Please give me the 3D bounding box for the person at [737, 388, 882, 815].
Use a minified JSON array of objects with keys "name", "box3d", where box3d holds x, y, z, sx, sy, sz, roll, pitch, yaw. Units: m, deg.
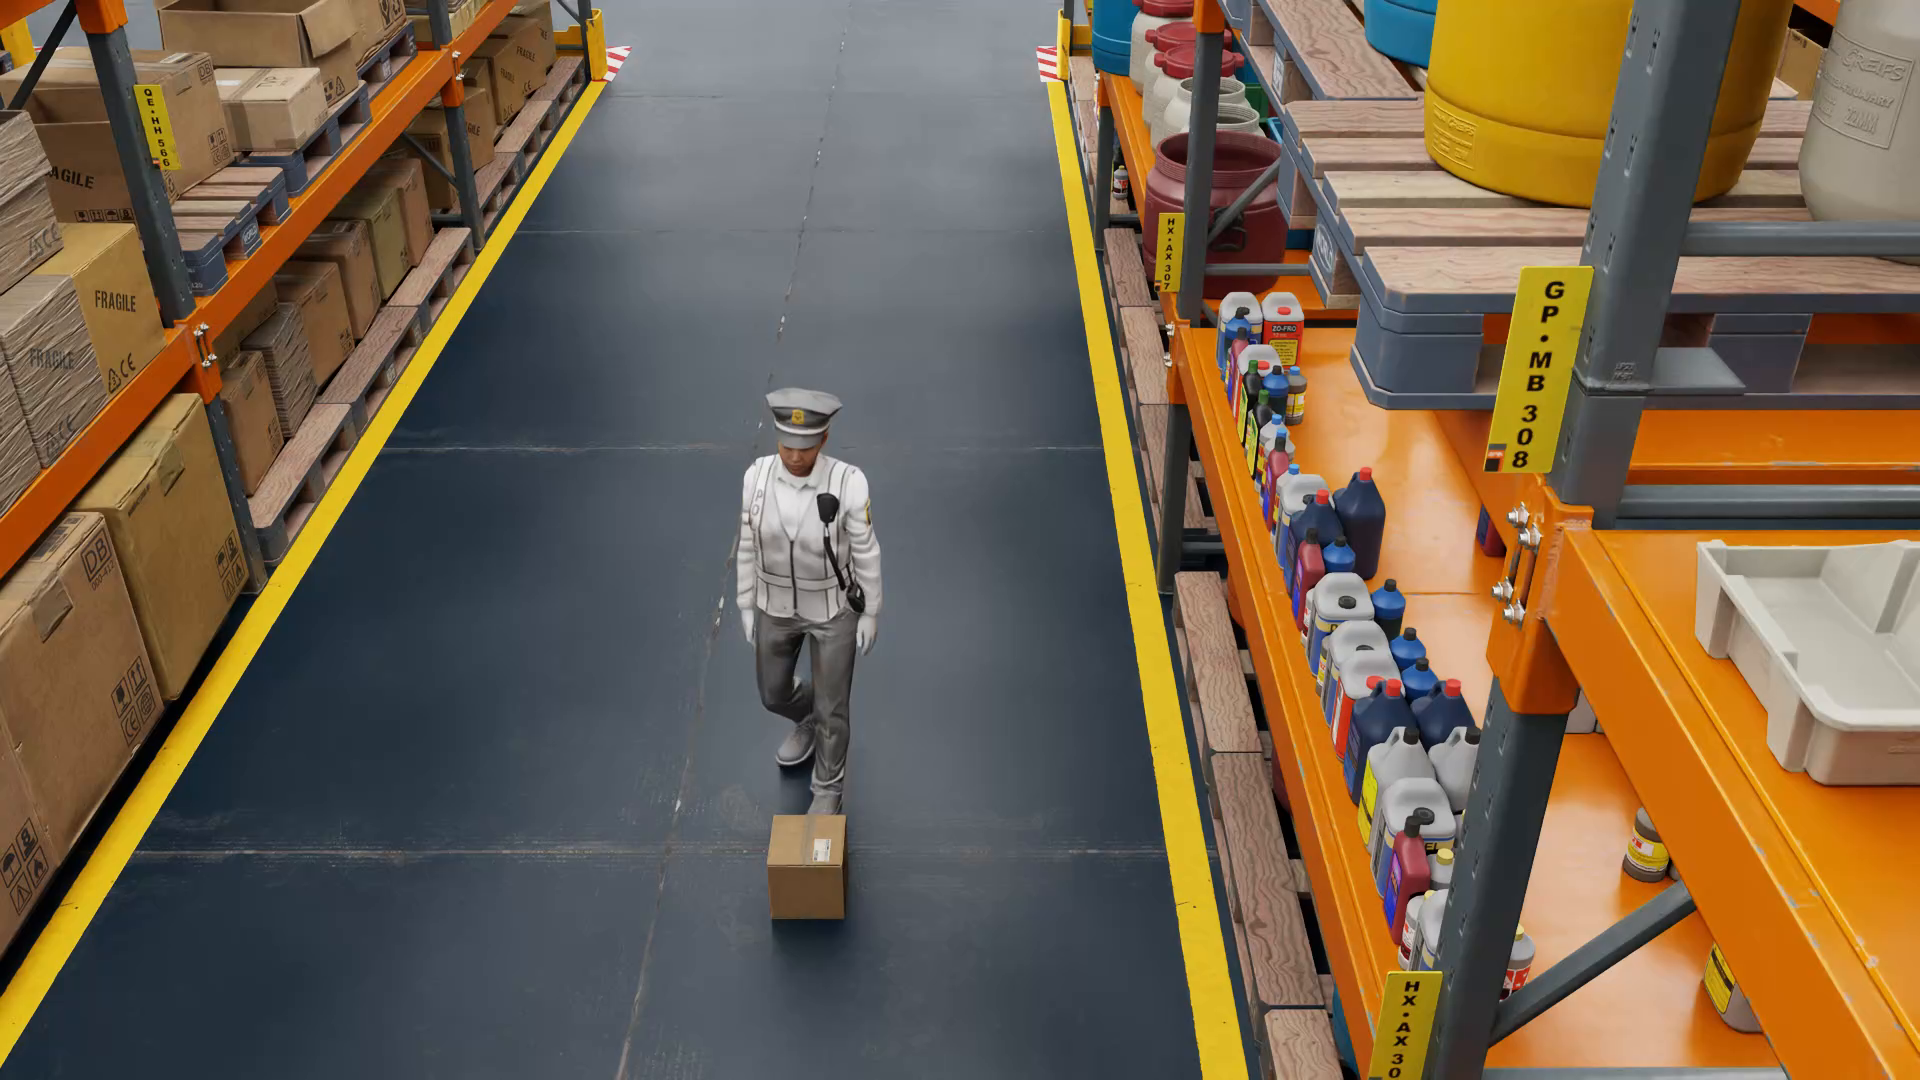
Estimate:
[{"name":"person","box3d":[-0.512,0.218,5.743,0.500,1.668,0.597,7,32,11]}]
